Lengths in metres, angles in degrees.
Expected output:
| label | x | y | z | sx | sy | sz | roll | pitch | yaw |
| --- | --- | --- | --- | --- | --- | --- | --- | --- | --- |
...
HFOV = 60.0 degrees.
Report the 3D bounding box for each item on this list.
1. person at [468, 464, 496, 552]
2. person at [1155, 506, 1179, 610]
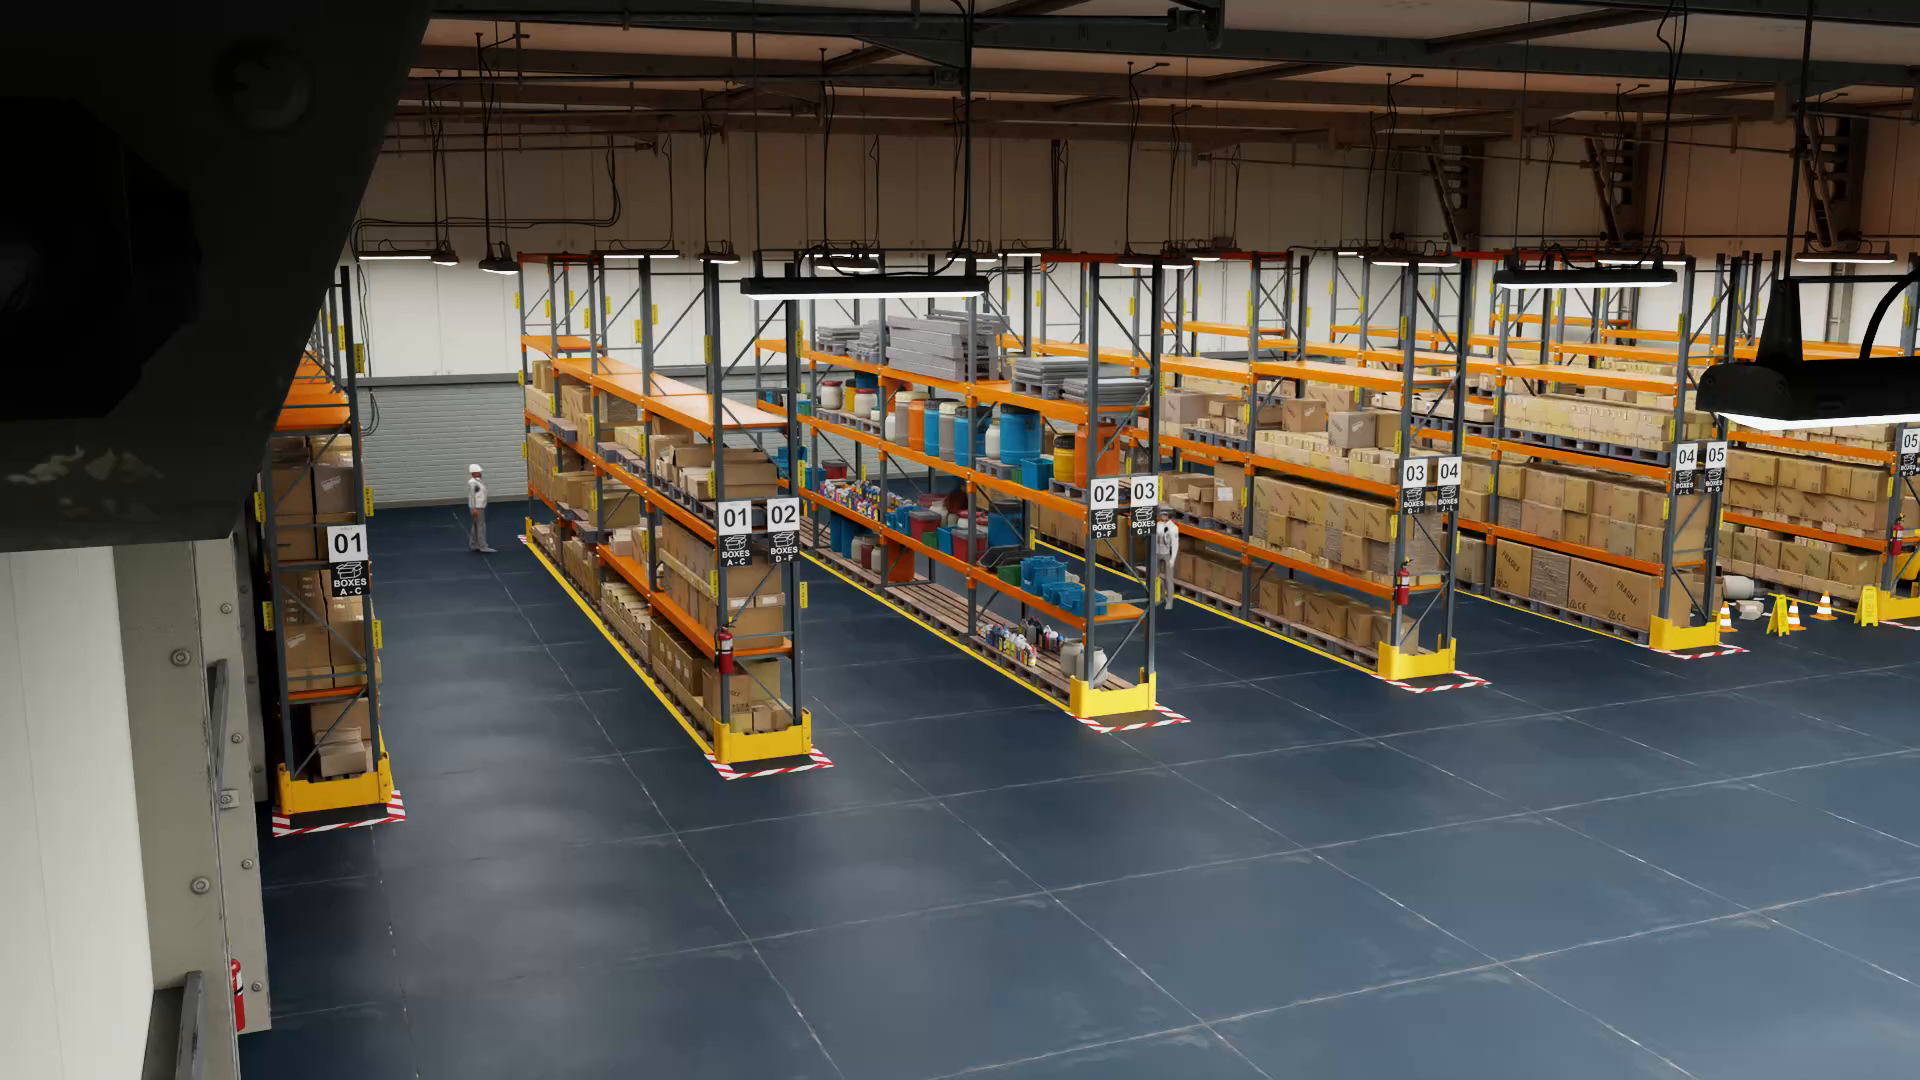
| label | x | y | z | sx | sy | sz | roll | pitch | yaw |
| --- | --- | --- | --- | --- | --- | --- | --- | --- | --- |
| person | -9.710 | -0.657 | 33.702 | 0.525 | 1.791 | 0.555 | -2 | 11 | -11 |
| person | 3.368 | 0.294 | 27.264 | 0.396 | 1.723 | 0.554 | -10 | 14 | -42 |
